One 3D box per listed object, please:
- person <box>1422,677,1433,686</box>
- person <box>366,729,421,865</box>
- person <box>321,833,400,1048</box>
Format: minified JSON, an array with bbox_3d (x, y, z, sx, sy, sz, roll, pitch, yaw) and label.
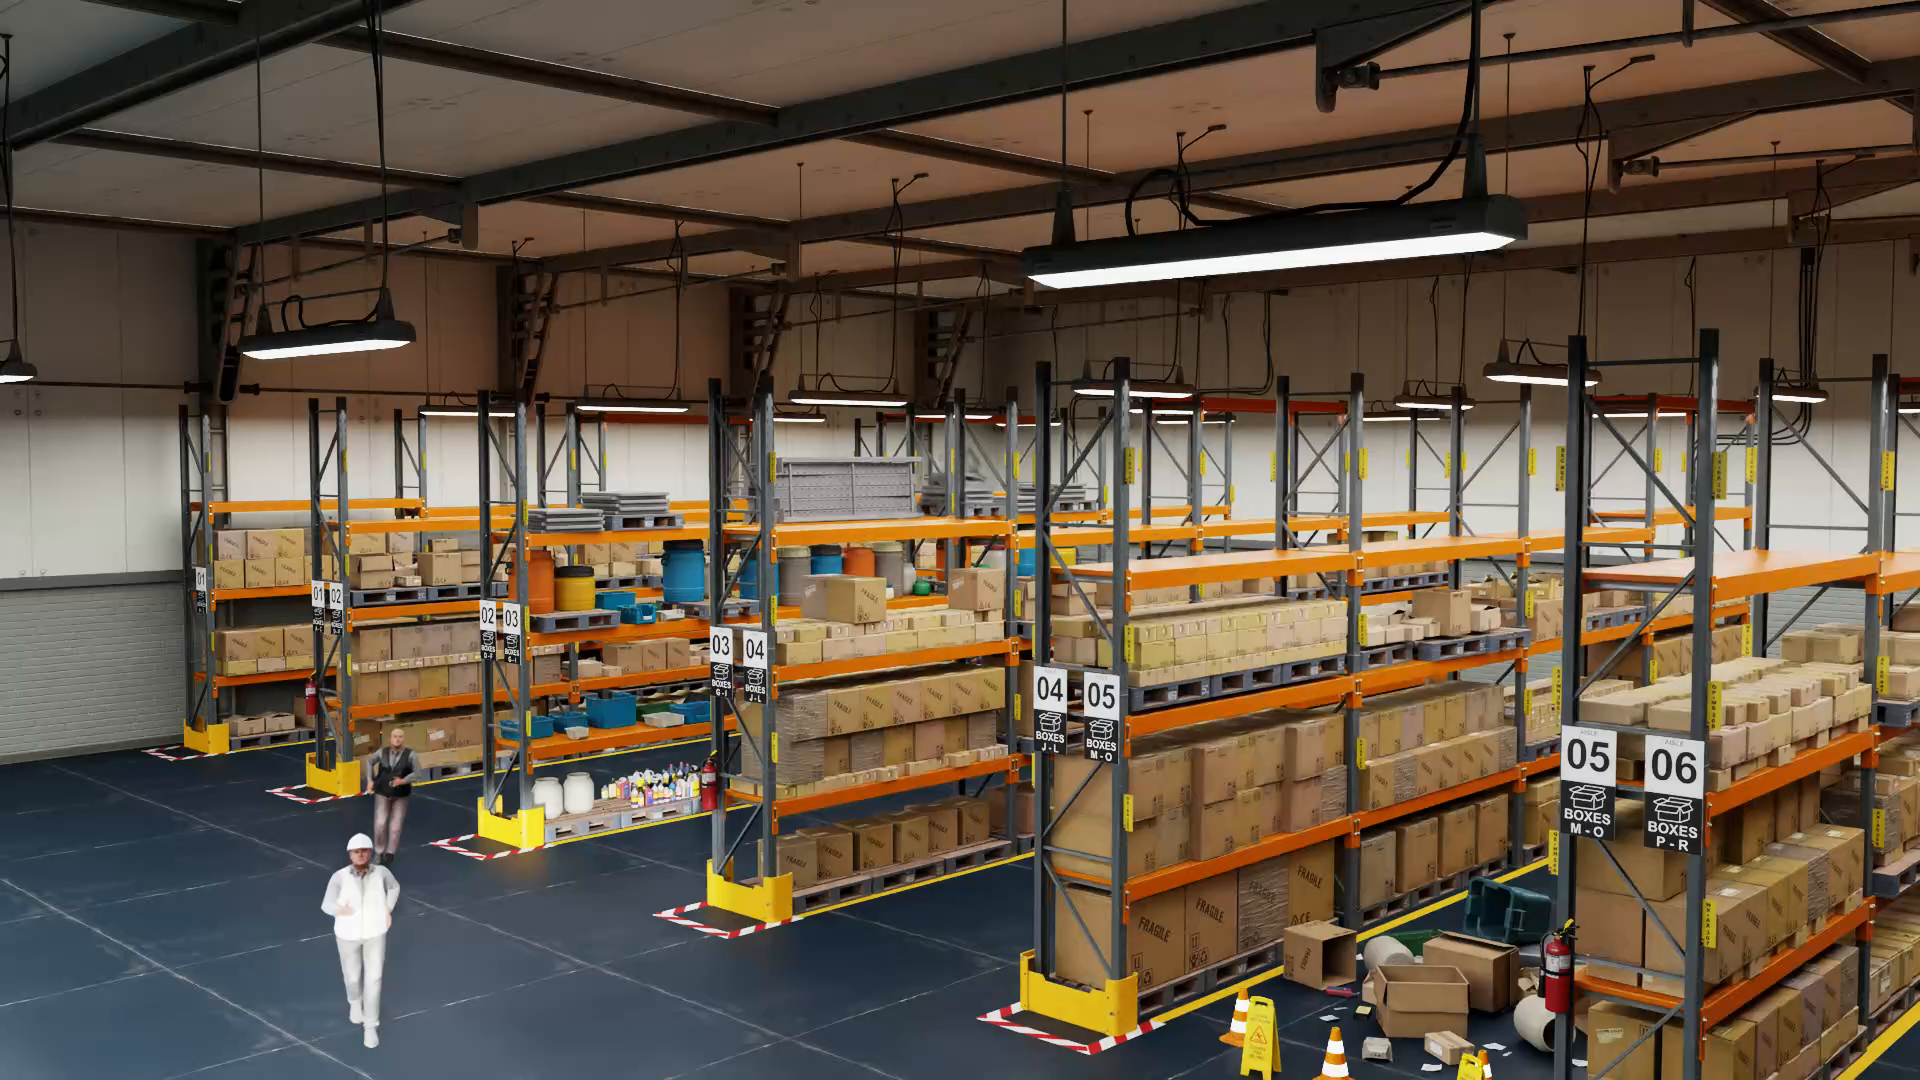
[{"bbox_3d":[7.393,2.972,26.360,0.573,1.603,0.584,2,4,39],"label":"person"},{"bbox_3d":[-7.088,3.226,20.826,0.661,1.716,0.629,-1,3,-19],"label":"person"},{"bbox_3d":[-5.265,3.472,14.641,0.661,1.766,0.889,-1,3,-20],"label":"person"}]
